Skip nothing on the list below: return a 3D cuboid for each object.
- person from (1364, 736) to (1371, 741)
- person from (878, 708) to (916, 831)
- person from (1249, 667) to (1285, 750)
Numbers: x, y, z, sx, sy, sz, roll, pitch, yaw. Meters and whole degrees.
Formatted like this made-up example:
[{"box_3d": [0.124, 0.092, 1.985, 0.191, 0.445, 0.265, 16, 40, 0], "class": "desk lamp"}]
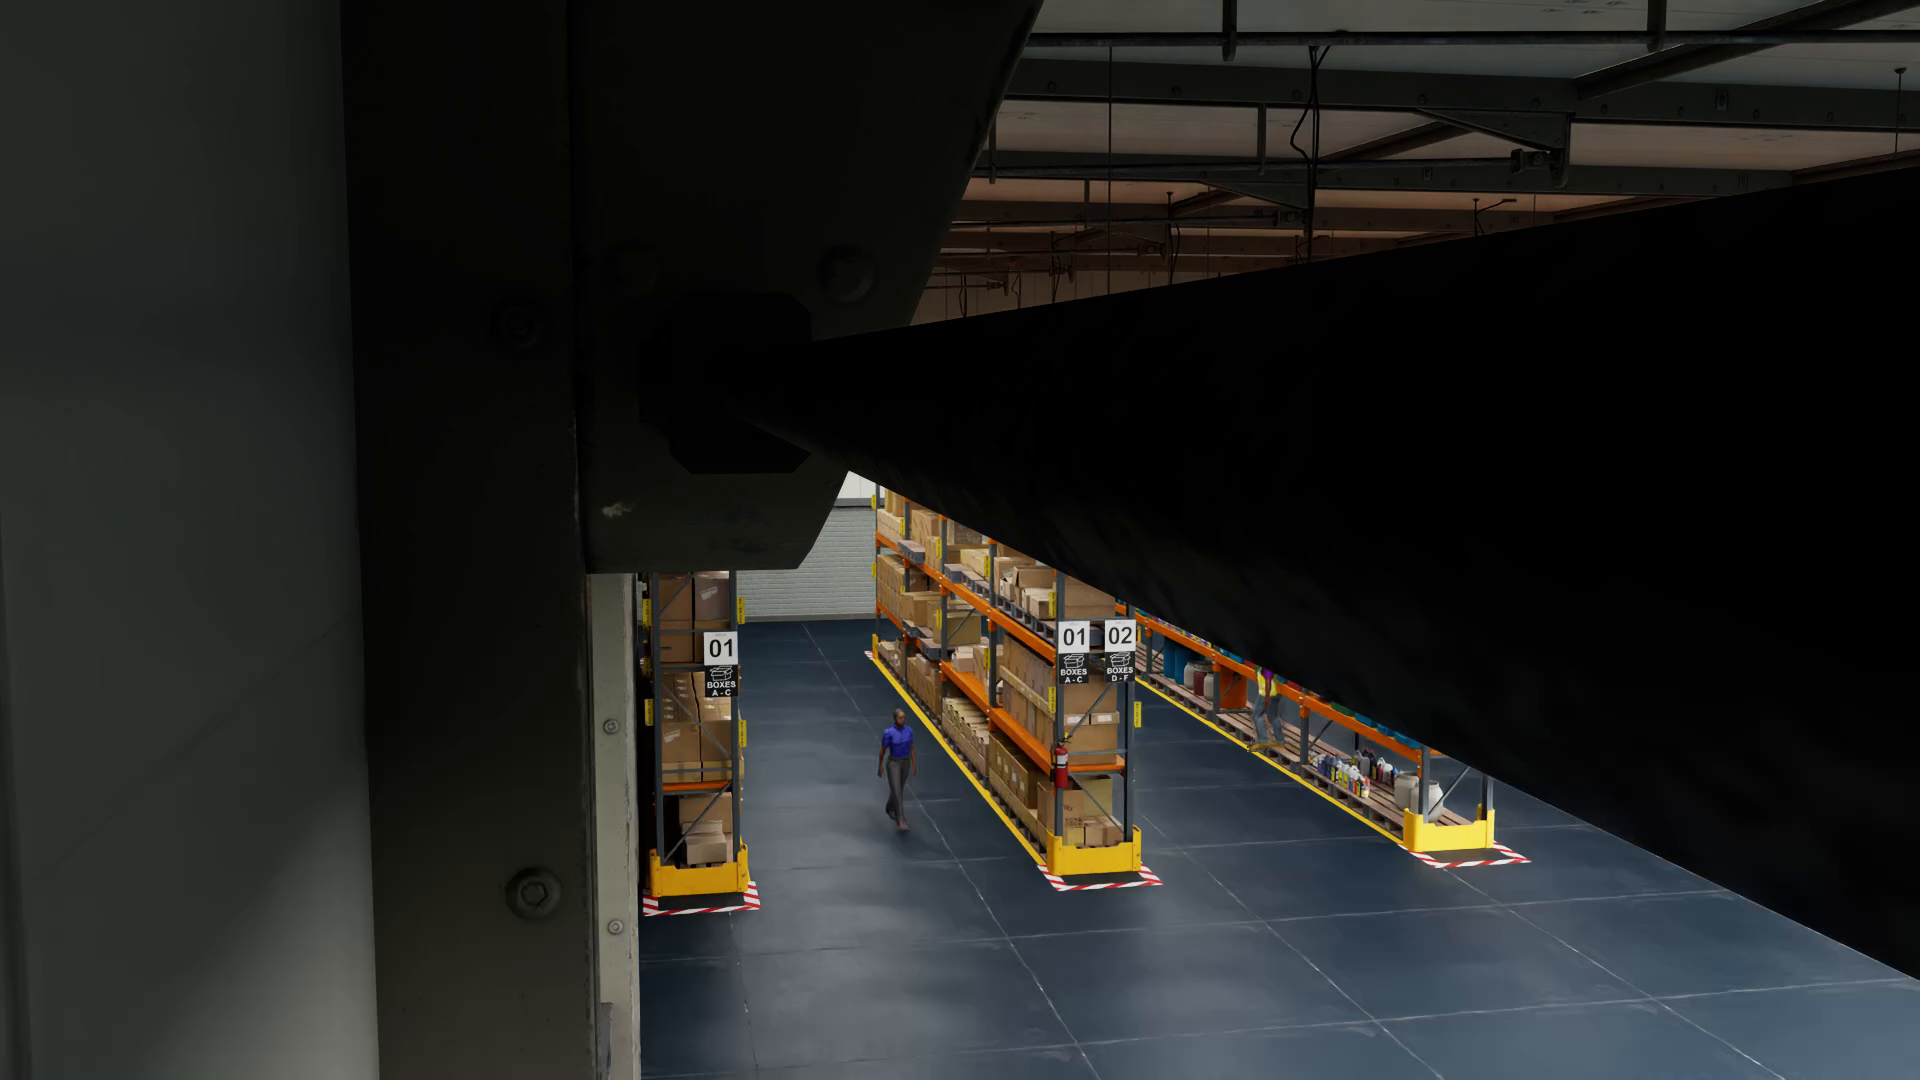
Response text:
[{"box_3d": [7.063, 2.519, 28.688, 0.621, 1.793, 0.665, -1, 6, -11], "class": "person"}, {"box_3d": [-0.840, 3.138, 23.092, 0.494, 1.608, 0.941, -4, 7, -36], "class": "person"}, {"box_3d": [5.076, 2.541, 27.032, 0.592, 1.792, 0.554, -6, 8, -43], "class": "person"}]
